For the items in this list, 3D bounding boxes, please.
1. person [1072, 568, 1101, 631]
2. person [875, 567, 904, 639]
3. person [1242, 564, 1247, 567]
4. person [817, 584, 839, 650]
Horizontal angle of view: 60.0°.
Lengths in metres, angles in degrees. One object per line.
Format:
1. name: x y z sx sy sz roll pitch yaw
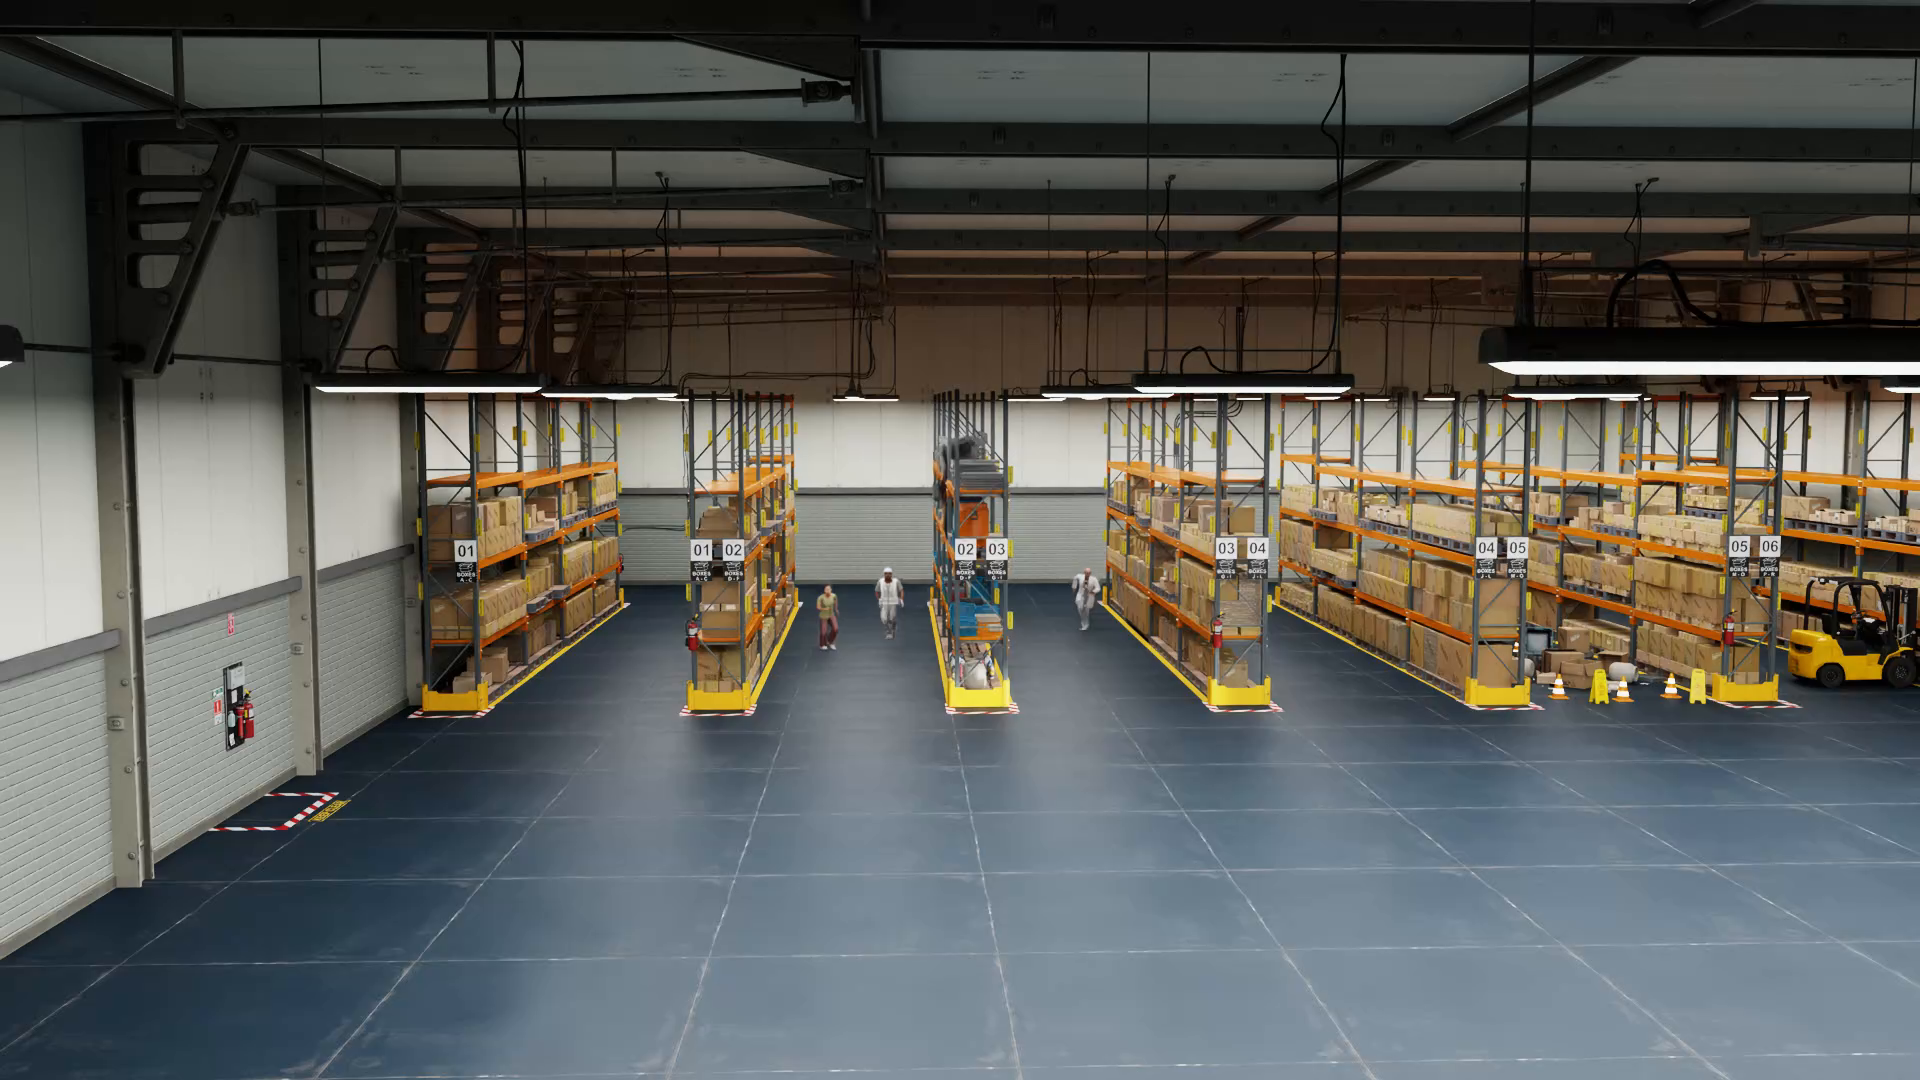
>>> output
1. person: 3.199 1.467 42.138 0.733 1.606 1.183 0 5 6
2. person: -1.643 1.475 38.510 0.679 1.694 0.594 0 5 5
3. person: 7.963 1.085 46.447 0.656 1.732 0.709 -1 5 -10
4. person: -3.069 1.787 38.548 0.585 1.565 0.854 -2 5 -21
